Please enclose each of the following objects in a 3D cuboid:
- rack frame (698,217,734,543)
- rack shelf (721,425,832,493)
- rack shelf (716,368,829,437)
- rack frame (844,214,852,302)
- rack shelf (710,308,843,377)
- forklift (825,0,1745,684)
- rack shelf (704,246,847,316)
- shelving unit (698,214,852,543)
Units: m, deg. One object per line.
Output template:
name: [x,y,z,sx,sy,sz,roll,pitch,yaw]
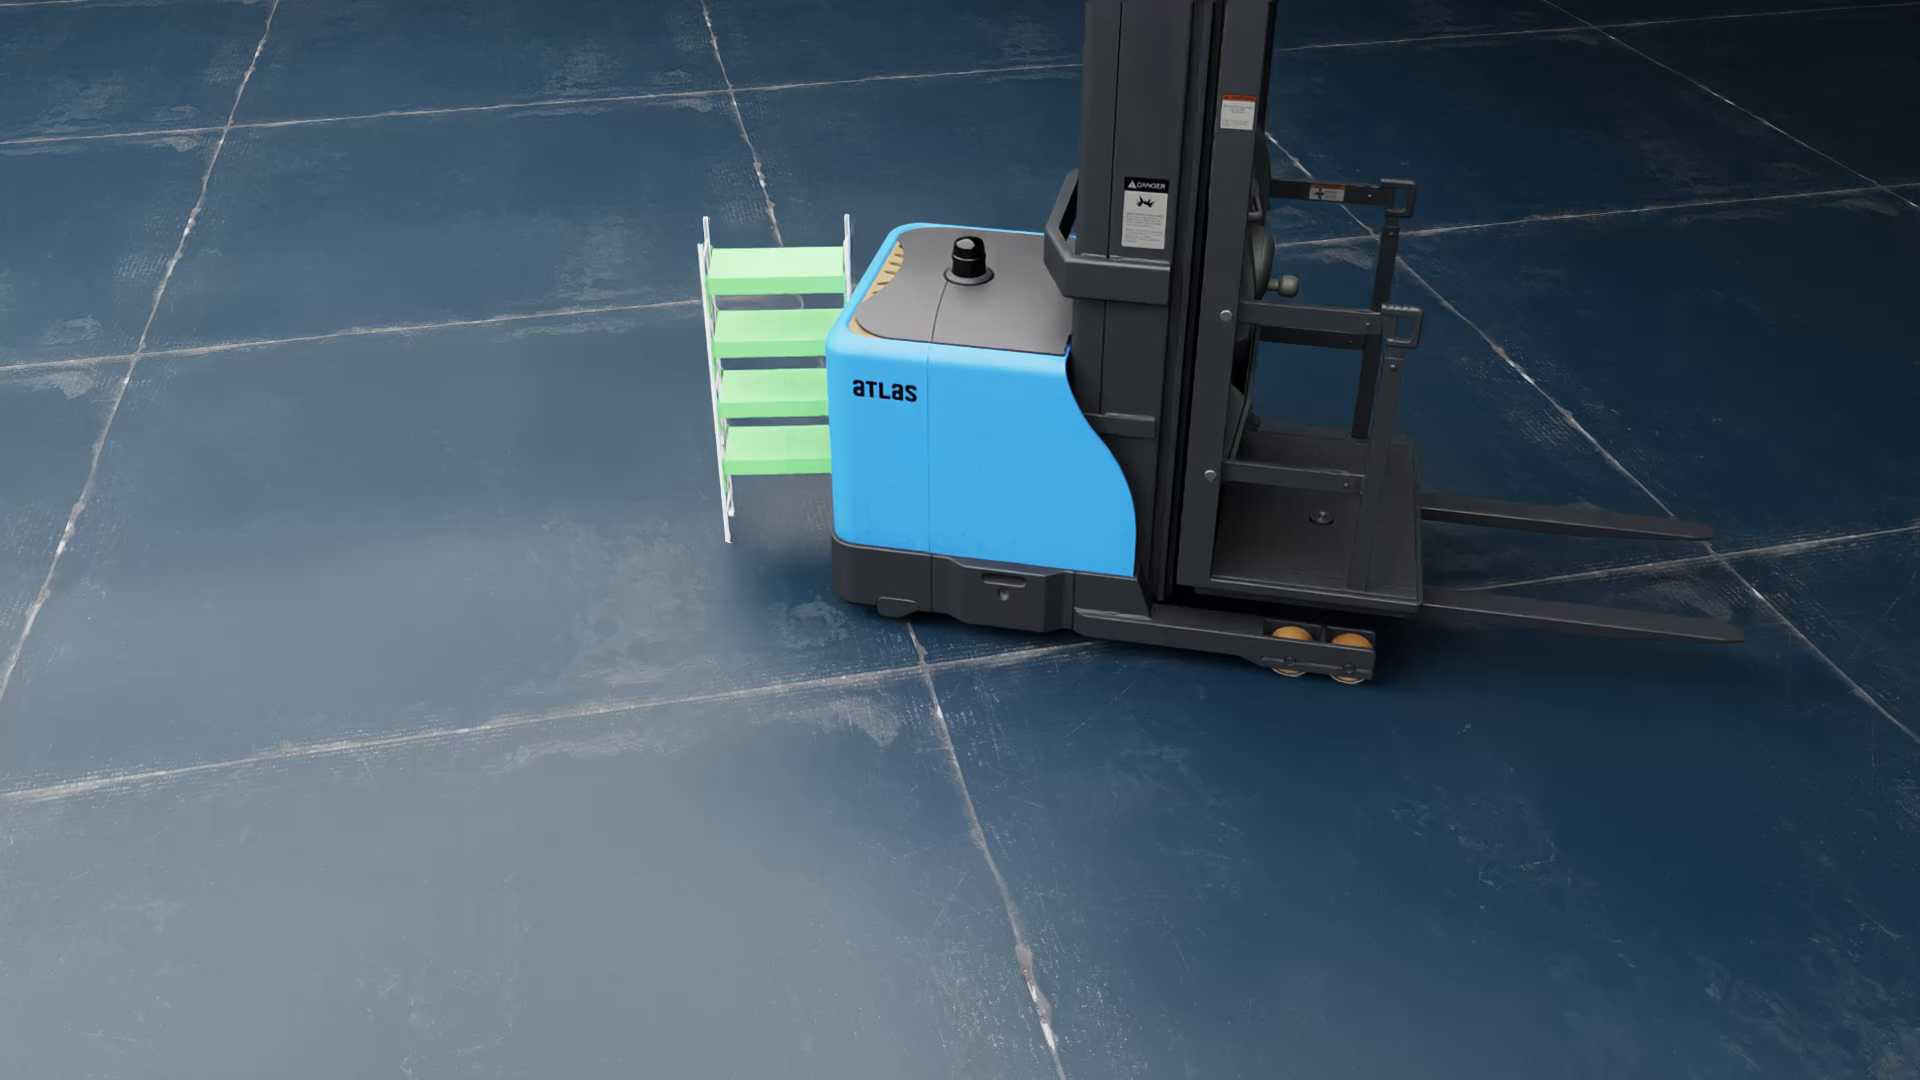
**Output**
rack frame: [-0.876,-0.555,6.000,0.015,1.200,0.240,-1,34,-2]
rack shelf: [-0.632,-0.309,6.178,0.480,0.148,0.258,-1,34,-2]
rack shelf: [-0.632,-0.508,6.045,0.480,0.148,0.258,-1,34,-2]
rack frame: [-0.389,-0.567,6.019,0.015,1.200,0.240,-1,34,-2]
rack shelf: [-0.632,-0.707,5.911,0.480,0.148,0.258,-1,34,-2]
forklift: [1.122,-1.063,5.204,3.031,2.935,1.130,7,34,10]
rack shelf: [-0.632,-0.906,5.777,0.480,0.148,0.258,-1,34,-2]
shelving unit: [-0.632,-0.561,6.009,0.503,1.200,0.258,-1,34,-2]
